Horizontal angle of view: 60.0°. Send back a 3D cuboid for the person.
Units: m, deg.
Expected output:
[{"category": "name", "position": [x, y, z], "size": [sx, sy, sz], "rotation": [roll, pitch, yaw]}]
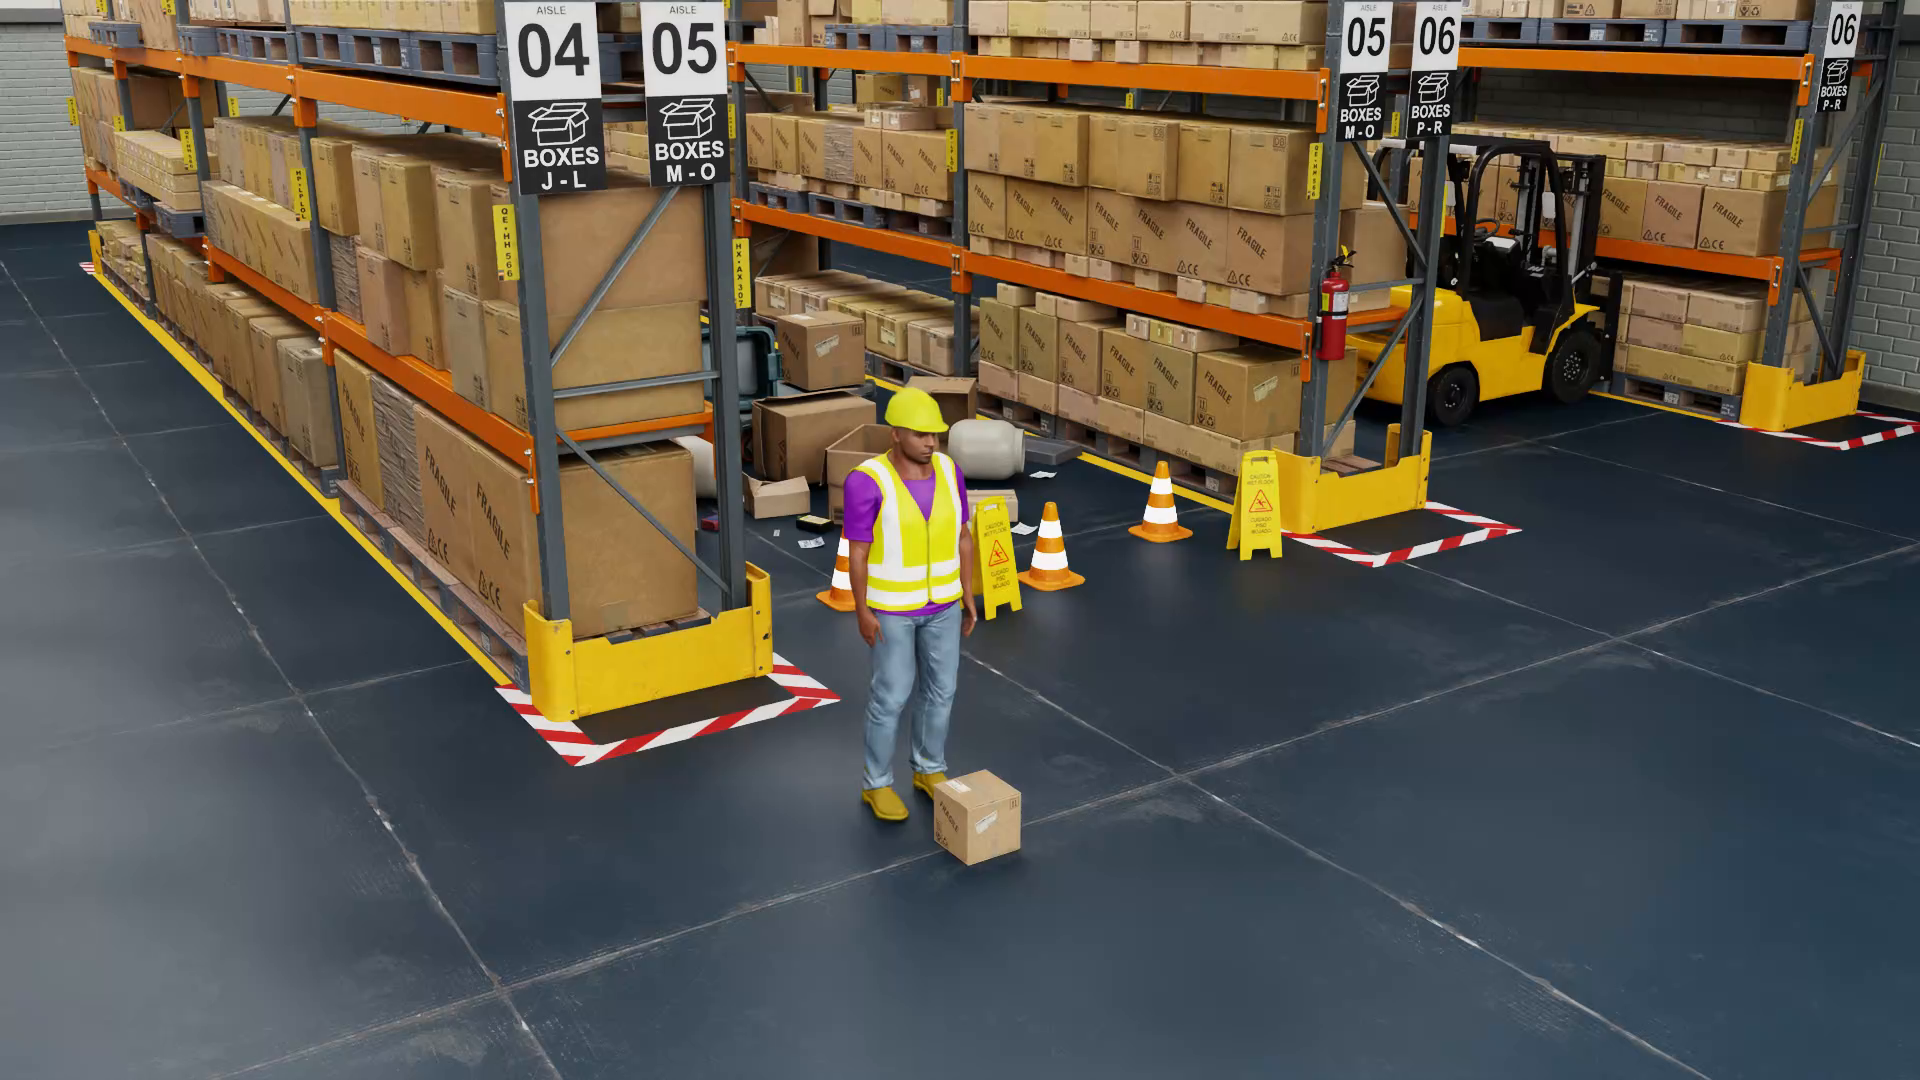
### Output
[{"category": "person", "position": [-0.187, 0.249, 6.753], "size": [0.563, 1.765, 0.358], "rotation": [-11, 21, -30]}]
